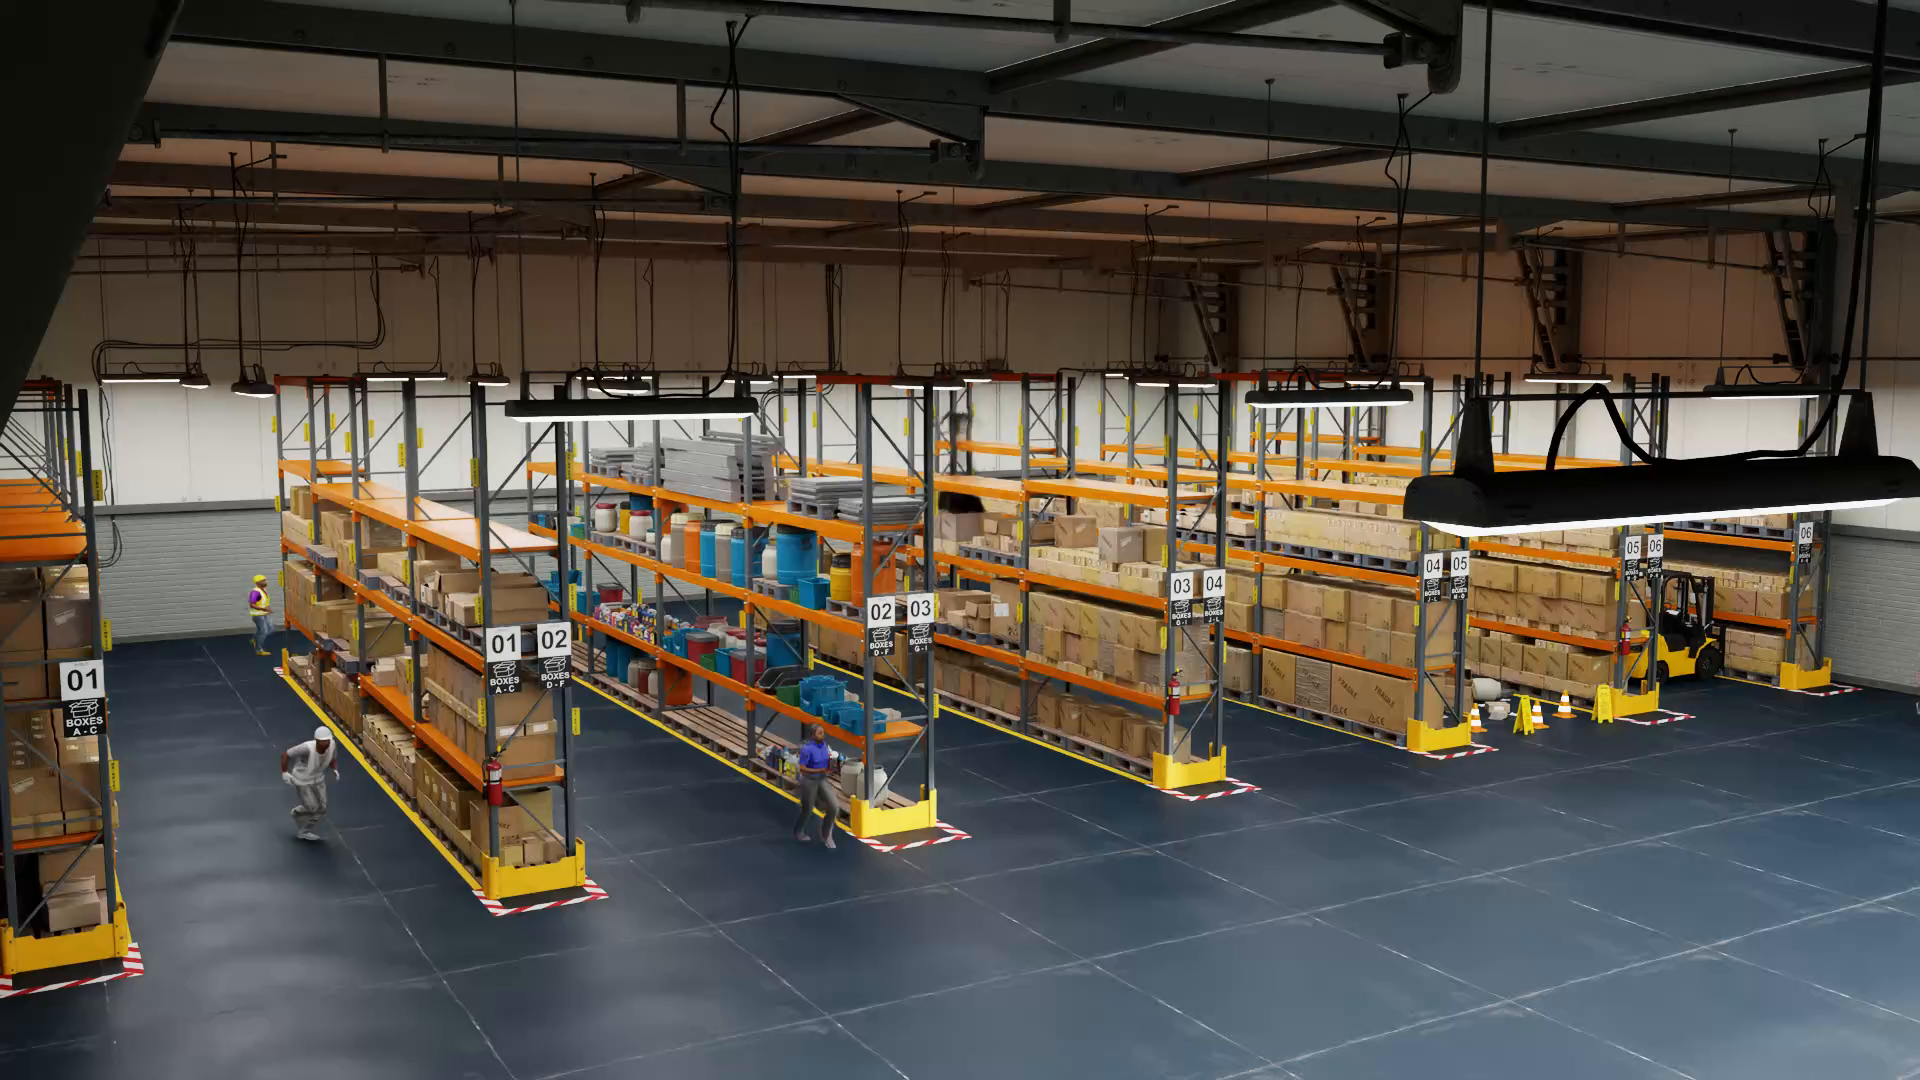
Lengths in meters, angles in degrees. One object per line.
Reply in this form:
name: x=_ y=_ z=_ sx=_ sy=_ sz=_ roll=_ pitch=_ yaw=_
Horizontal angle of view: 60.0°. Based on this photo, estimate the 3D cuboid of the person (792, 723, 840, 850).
person: x=-1.881 y=3.182 z=21.510 sx=0.785 sy=1.673 sz=0.590 roll=6 pitch=9 yaw=44

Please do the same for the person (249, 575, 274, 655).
person: x=-14.895 y=1.599 z=35.433 sx=0.612 sy=1.732 sz=0.683 roll=0 pitch=6 yaw=0

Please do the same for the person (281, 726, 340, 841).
person: x=-8.478 y=3.182 z=21.687 sx=0.871 sy=1.583 sz=0.710 roll=4 pitch=8 yaw=34
